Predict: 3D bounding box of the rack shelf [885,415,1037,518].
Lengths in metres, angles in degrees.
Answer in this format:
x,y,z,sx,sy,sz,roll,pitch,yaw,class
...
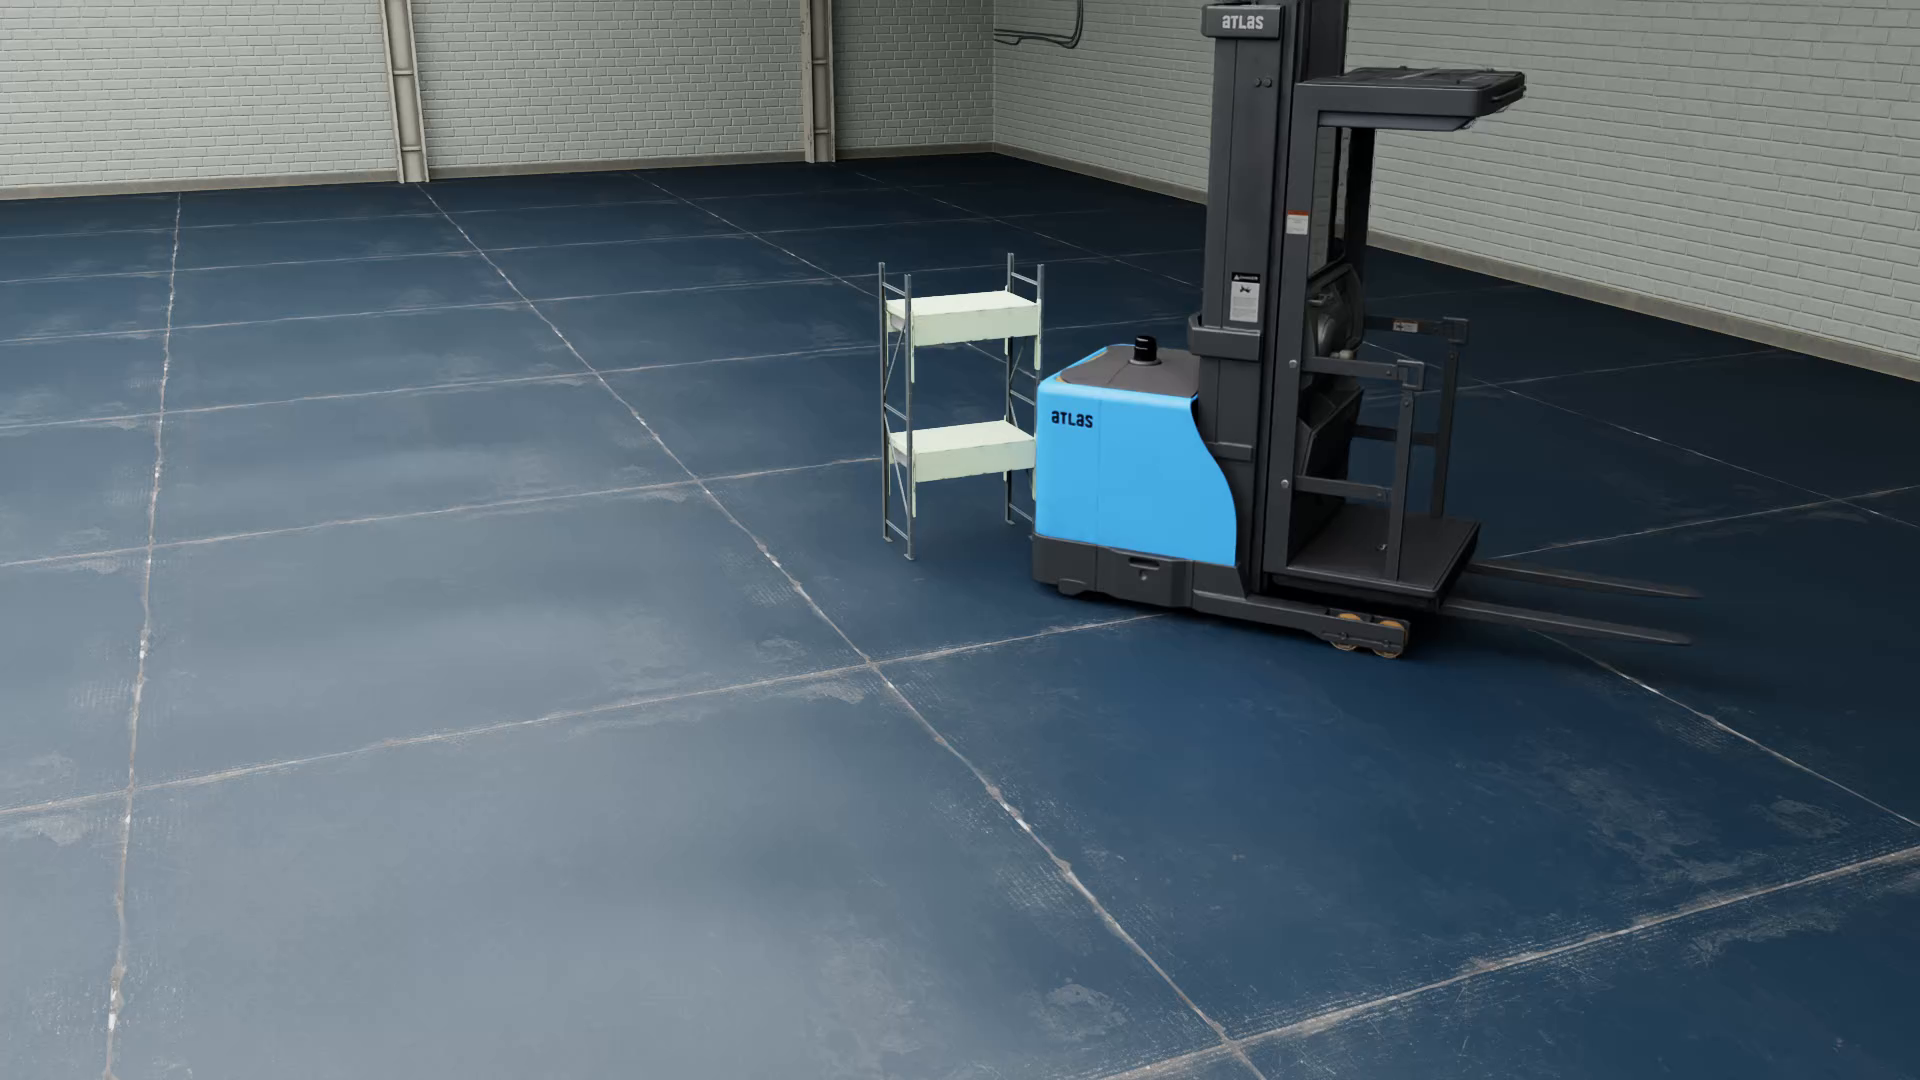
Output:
x,y,z,sx,sy,sz,roll,pitch,yaw,class
0.006,-0.401,8.884,0.720,0.370,0.431,-8,21,-22,rack shelf

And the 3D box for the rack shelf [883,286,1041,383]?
x,y,z,sx,sy,sz,roll,pitch,yaw,class
0.006,-1.076,8.646,0.720,0.370,0.431,-8,21,-22,rack shelf

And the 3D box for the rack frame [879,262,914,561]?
x,y,z,sx,sy,sz,roll,pitch,yaw,class
-0.330,-0.660,8.639,0.023,1.500,0.400,-8,21,-22,rack frame

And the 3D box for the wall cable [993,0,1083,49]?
x,y,z,sx,sy,sz,roll,pitch,yaw,class
1.082,-8.584,24.528,0.112,2.526,3.097,-8,21,-22,wall cable

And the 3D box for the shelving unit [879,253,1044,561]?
x,y,z,sx,sy,sz,roll,pitch,yaw,class
0.006,-0.708,8.775,0.755,1.500,0.431,-8,21,-22,shelving unit

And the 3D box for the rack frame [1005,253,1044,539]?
x,y,z,sx,sy,sz,roll,pitch,yaw,class
0.342,-0.756,8.912,0.023,1.500,0.400,-8,21,-22,rack frame

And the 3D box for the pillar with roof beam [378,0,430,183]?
x,y,z,sx,sy,sz,roll,pitch,yaw,class
-5.951,-7.962,18.086,0.400,9.000,9.100,-8,21,-22,pillar with roof beam

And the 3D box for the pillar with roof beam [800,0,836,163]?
x,y,z,sx,sy,sz,roll,pitch,yaw,class
-0.442,-8.752,20.328,0.400,9.000,9.100,-8,21,-22,pillar with roof beam

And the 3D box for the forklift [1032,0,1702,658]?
x,y,z,sx,sy,sz,roll,pitch,yaw,class
1.911,-1.051,7.594,3.031,2.935,1.130,9,21,25,forklift
